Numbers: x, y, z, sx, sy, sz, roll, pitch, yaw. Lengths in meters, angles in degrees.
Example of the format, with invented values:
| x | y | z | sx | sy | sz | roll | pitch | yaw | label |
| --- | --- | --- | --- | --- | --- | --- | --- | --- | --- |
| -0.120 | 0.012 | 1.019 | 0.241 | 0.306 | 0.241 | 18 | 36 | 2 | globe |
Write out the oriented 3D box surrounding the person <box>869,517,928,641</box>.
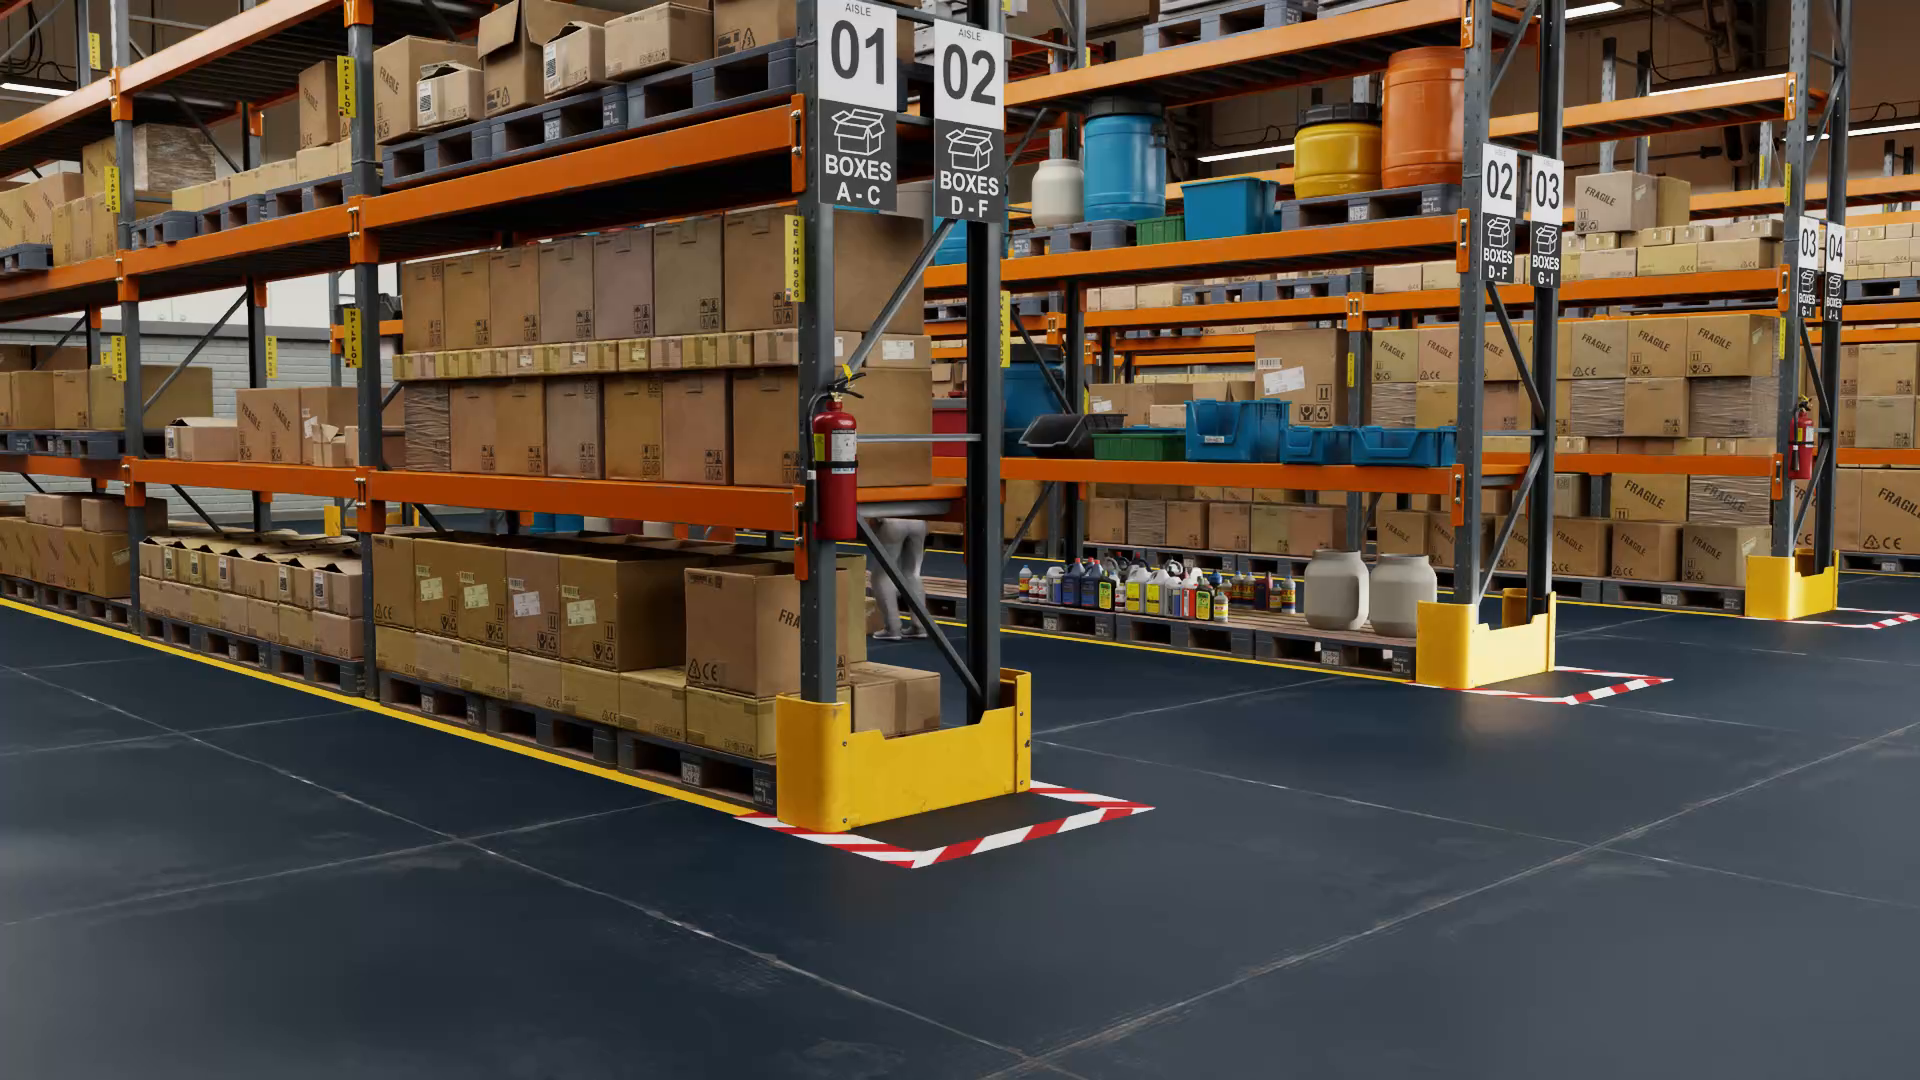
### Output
| x | y | z | sx | sy | sz | roll | pitch | yaw | label |
| --- | --- | --- | --- | --- | --- | --- | --- | --- | --- |
| -0.466 | -0.087 | 12.049 | 0.450 | 1.636 | 0.409 | -3 | 5 | -34 | person |
